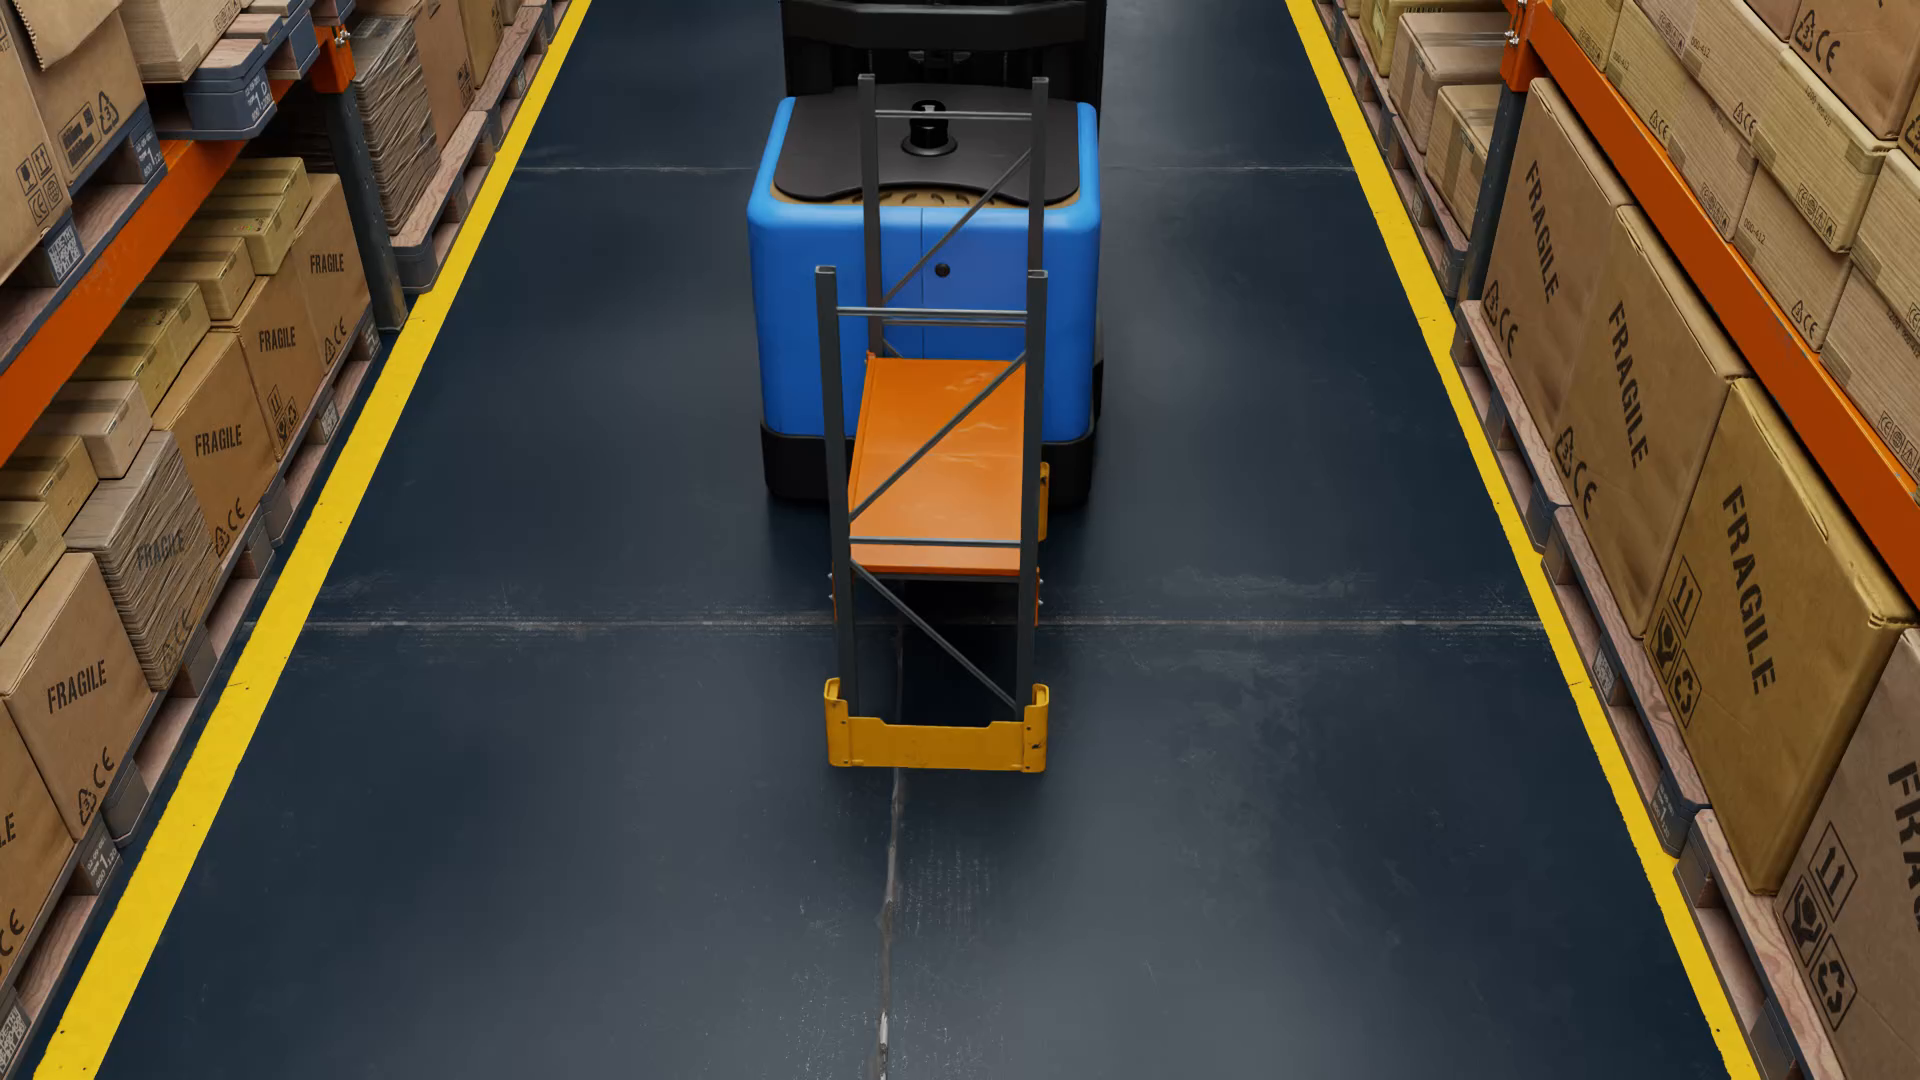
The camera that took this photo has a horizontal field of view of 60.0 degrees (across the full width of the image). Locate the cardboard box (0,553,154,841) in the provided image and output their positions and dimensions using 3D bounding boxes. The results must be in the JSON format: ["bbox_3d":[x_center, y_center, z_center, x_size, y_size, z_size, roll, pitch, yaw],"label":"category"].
[{"bbox_3d":[-2.369,0.383,4.037,0.500,0.500,0.500,-1,39,-1],"label":"cardboard box"}]

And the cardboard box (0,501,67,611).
[{"bbox_3d":[-2.385,0.036,3.950,0.380,0.149,0.250,1,39,2],"label":"cardboard box"}]

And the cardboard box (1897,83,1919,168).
[{"bbox_3d":[2.137,-0.836,3.015,0.500,0.500,0.500,1,39,1],"label":"cardboard box"}]

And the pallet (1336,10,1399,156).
[{"bbox_3d":[2.375,-2.150,7.764,1.003,0.211,1.213,0,39,0],"label":"pallet"}]

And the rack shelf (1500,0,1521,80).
[{"bbox_3d":[2.370,-2.958,7.118,1.077,0.370,4.000,0,39,0],"label":"rack shelf"}]

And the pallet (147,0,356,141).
[{"bbox_3d":[-2.520,-1.484,4.856,1.213,0.211,1.003,0,39,0],"label":"pallet"}]

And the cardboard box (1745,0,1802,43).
[{"bbox_3d":[2.124,-1.475,3.813,0.500,0.500,0.500,1,39,1],"label":"cardboard box"}]

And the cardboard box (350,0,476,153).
[{"bbox_3d":[-2.587,-2.018,6.933,0.875,0.625,0.625,1,39,1],"label":"cardboard box"}]

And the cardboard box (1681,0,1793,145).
[{"bbox_3d":[2.114,-1.173,4.035,0.500,0.250,0.500,0,39,0],"label":"cardboard box"}]

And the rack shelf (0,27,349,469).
[{"bbox_3d":[-2.589,-0.451,3.990,1.077,0.370,4.000,0,39,0],"label":"rack shelf"}]

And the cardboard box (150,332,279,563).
[{"bbox_3d":[-2.382,-0.266,4.847,0.500,0.500,0.500,2,39,2],"label":"cardboard box"}]

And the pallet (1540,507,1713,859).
[{"bbox_3d":[2.297,0.354,4.640,1.003,0.211,1.213,0,39,0],"label":"pallet"}]

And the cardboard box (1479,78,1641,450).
[{"bbox_3d":[2.290,-0.891,5.327,0.875,0.875,0.875,0,39,0],"label":"cardboard box"}]

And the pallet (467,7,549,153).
[{"bbox_3d":[-2.551,-2.170,7.789,1.003,0.211,1.213,0,39,0],"label":"pallet"}]

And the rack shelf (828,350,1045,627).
[{"bbox_3d":[-0.039,-0.169,4.549,0.538,0.185,1.000,2,39,2],"label":"rack shelf"}]

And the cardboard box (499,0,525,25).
[{"bbox_3d":[-2.591,-2.910,8.045,0.875,0.625,0.625,0,39,0],"label":"cardboard box"}]

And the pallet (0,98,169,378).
[{"bbox_3d":[-2.584,-0.691,3.868,1.003,0.211,1.213,0,39,0],"label":"pallet"}]

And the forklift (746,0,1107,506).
[{"bbox_3d":[-0.044,-2.153,5.593,1.130,2.935,3.031,2,39,2],"label":"forklift"}]

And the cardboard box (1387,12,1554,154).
[{"bbox_3d":[2.373,-1.942,7.040,0.950,0.372,0.625,-1,39,-1],"label":"cardboard box"}]

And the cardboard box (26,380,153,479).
[{"bbox_3d":[-2.364,-0.286,4.353,0.380,0.149,0.250,-2,39,-2],"label":"cardboard box"}]

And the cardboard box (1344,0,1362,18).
[{"bbox_3d":[2.375,-2.851,8.174,0.950,0.372,0.625,2,39,3],"label":"cardboard box"}]

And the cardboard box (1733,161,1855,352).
[{"bbox_3d":[2.139,-0.666,3.802,0.500,0.250,0.500,0,39,0],"label":"cardboard box"}]

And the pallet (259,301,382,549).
[{"bbox_3d":[-2.628,-0.427,5.615,1.003,0.211,1.213,0,39,0],"label":"pallet"}]

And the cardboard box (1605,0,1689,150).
[{"bbox_3d":[2.140,-1.303,4.597,0.500,0.250,0.500,-1,39,-1],"label":"cardboard box"}]

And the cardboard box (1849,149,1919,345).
[{"bbox_3d":[2.119,-0.536,3.240,0.500,0.250,0.500,1,39,1],"label":"cardboard box"}]

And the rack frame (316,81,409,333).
[{"bbox_3d":[-2.591,-1.983,5.325,1.000,3.000,0.127,0,39,0],"label":"rack frame"}]

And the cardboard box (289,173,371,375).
[{"bbox_3d":[-2.376,-0.907,5.646,0.500,0.500,0.500,1,39,1],"label":"cardboard box"}]

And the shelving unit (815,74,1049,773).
[{"bbox_3d":[-0.040,-0.304,4.430,0.587,1.500,1.083,2,39,2],"label":"shelving unit"}]

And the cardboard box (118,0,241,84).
[{"bbox_3d":[-2.266,-1.428,4.418,0.500,0.250,0.500,-2,39,-2],"label":"cardboard box"}]

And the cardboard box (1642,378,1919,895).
[{"bbox_3d":[2.288,0.226,3.933,0.875,0.875,0.875,1,39,1],"label":"cardboard box"}]

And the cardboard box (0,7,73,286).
[{"bbox_3d":[-2.365,-0.801,3.436,0.700,0.500,0.500,0,39,0],"label":"cardboard box"}]

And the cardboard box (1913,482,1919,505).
[{"bbox_3d":[2.125,-0.027,3.005,0.500,0.250,0.500,-1,39,-1],"label":"cardboard box"}]

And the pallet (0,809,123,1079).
[{"bbox_3d":[-2.625,1.098,3.711,1.003,0.211,1.213,0,39,0],"label":"pallet"}]

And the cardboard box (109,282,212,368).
[{"bbox_3d":[-2.395,-0.615,4.763,0.380,0.149,0.250,1,39,1],"label":"cardboard box"}]

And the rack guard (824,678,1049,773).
[{"bbox_3d":[-0.061,0.495,4.432,0.587,0.250,0.087,2,39,2],"label":"rack guard"}]

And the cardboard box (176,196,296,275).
[{"bbox_3d":[-2.306,-0.945,5.175,0.380,0.149,0.250,-2,39,-2],"label":"cardboard box"}]

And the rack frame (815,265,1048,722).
[{"bbox_3d":[-0.061,0.008,4.040,0.500,1.500,0.032,2,39,2],"label":"rack frame"}]
